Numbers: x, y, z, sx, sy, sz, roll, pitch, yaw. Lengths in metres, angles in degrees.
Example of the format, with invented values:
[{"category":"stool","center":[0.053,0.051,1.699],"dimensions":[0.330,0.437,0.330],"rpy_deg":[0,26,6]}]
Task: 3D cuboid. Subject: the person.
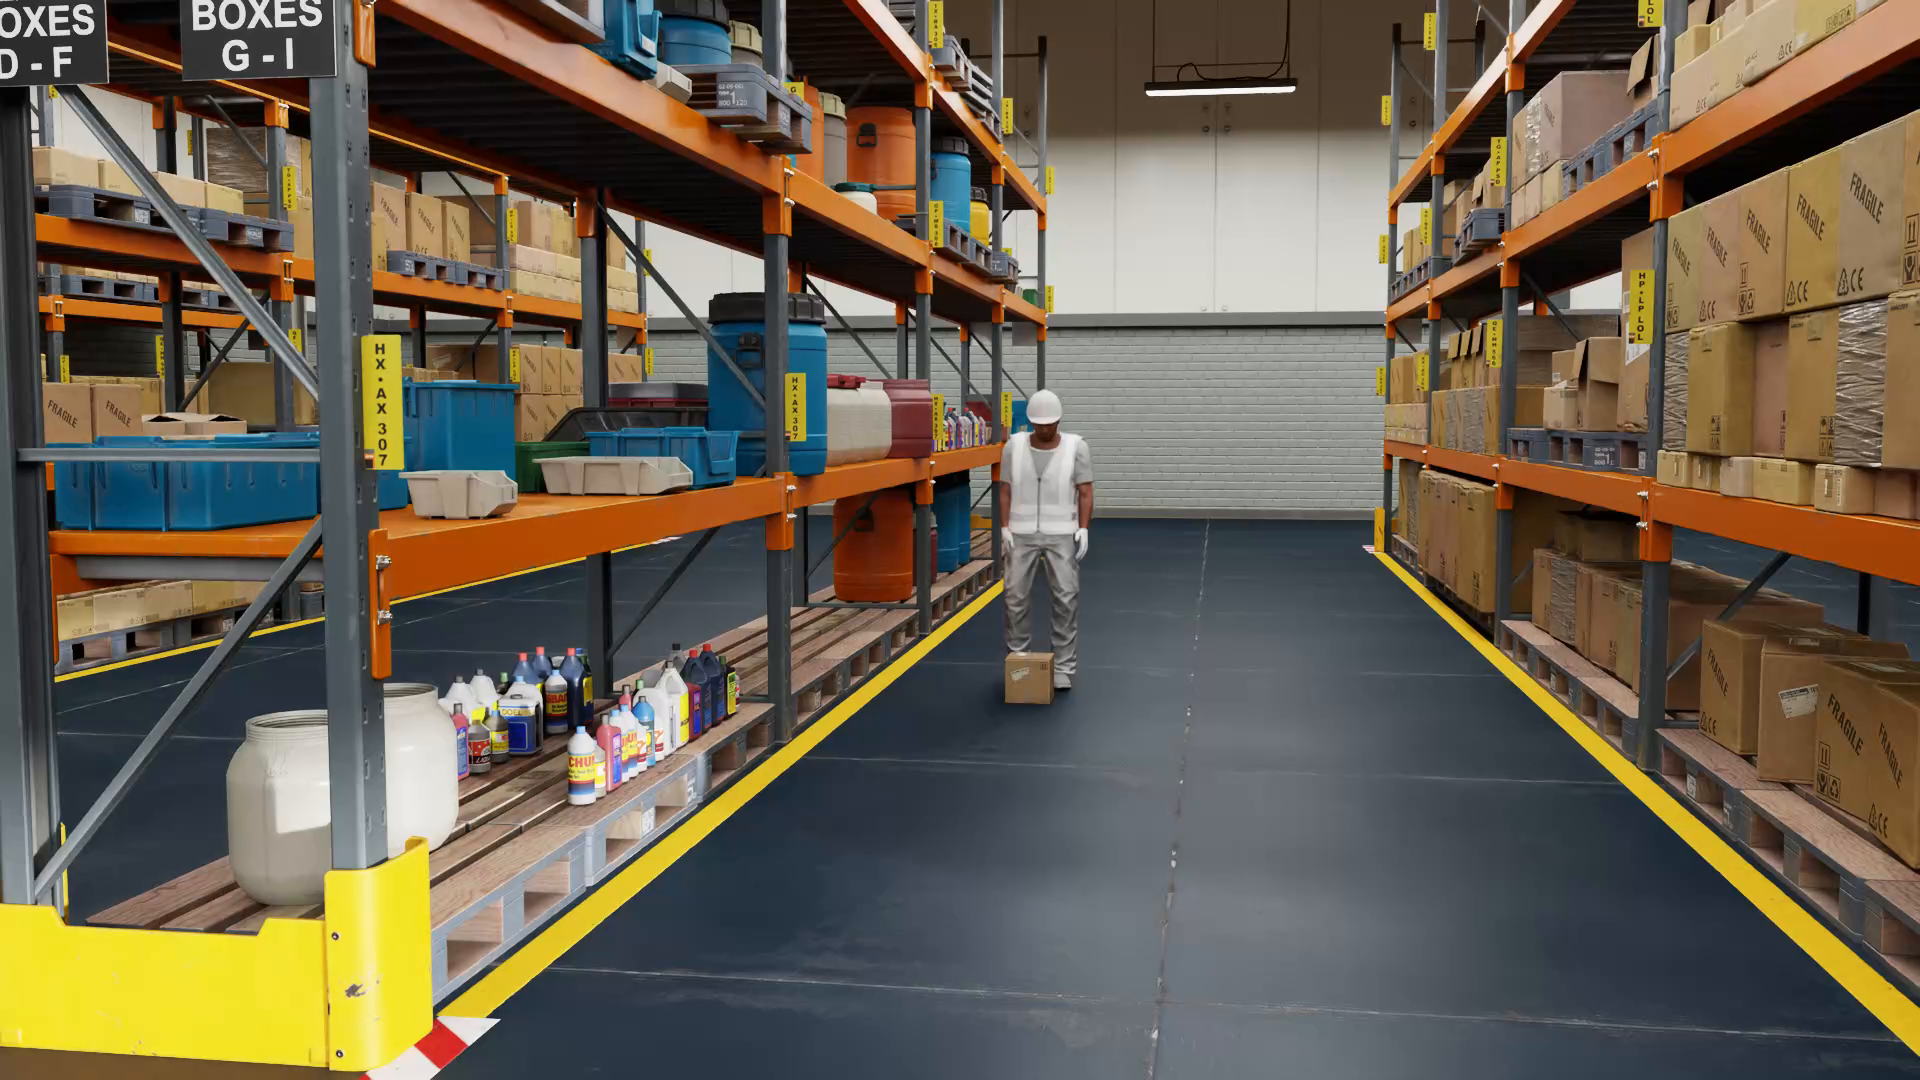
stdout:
[{"category":"person","center":[0.501,-0.005,9.762],"dimensions":[0.566,1.749,0.427],"rpy_deg":[1,4,10]}]
